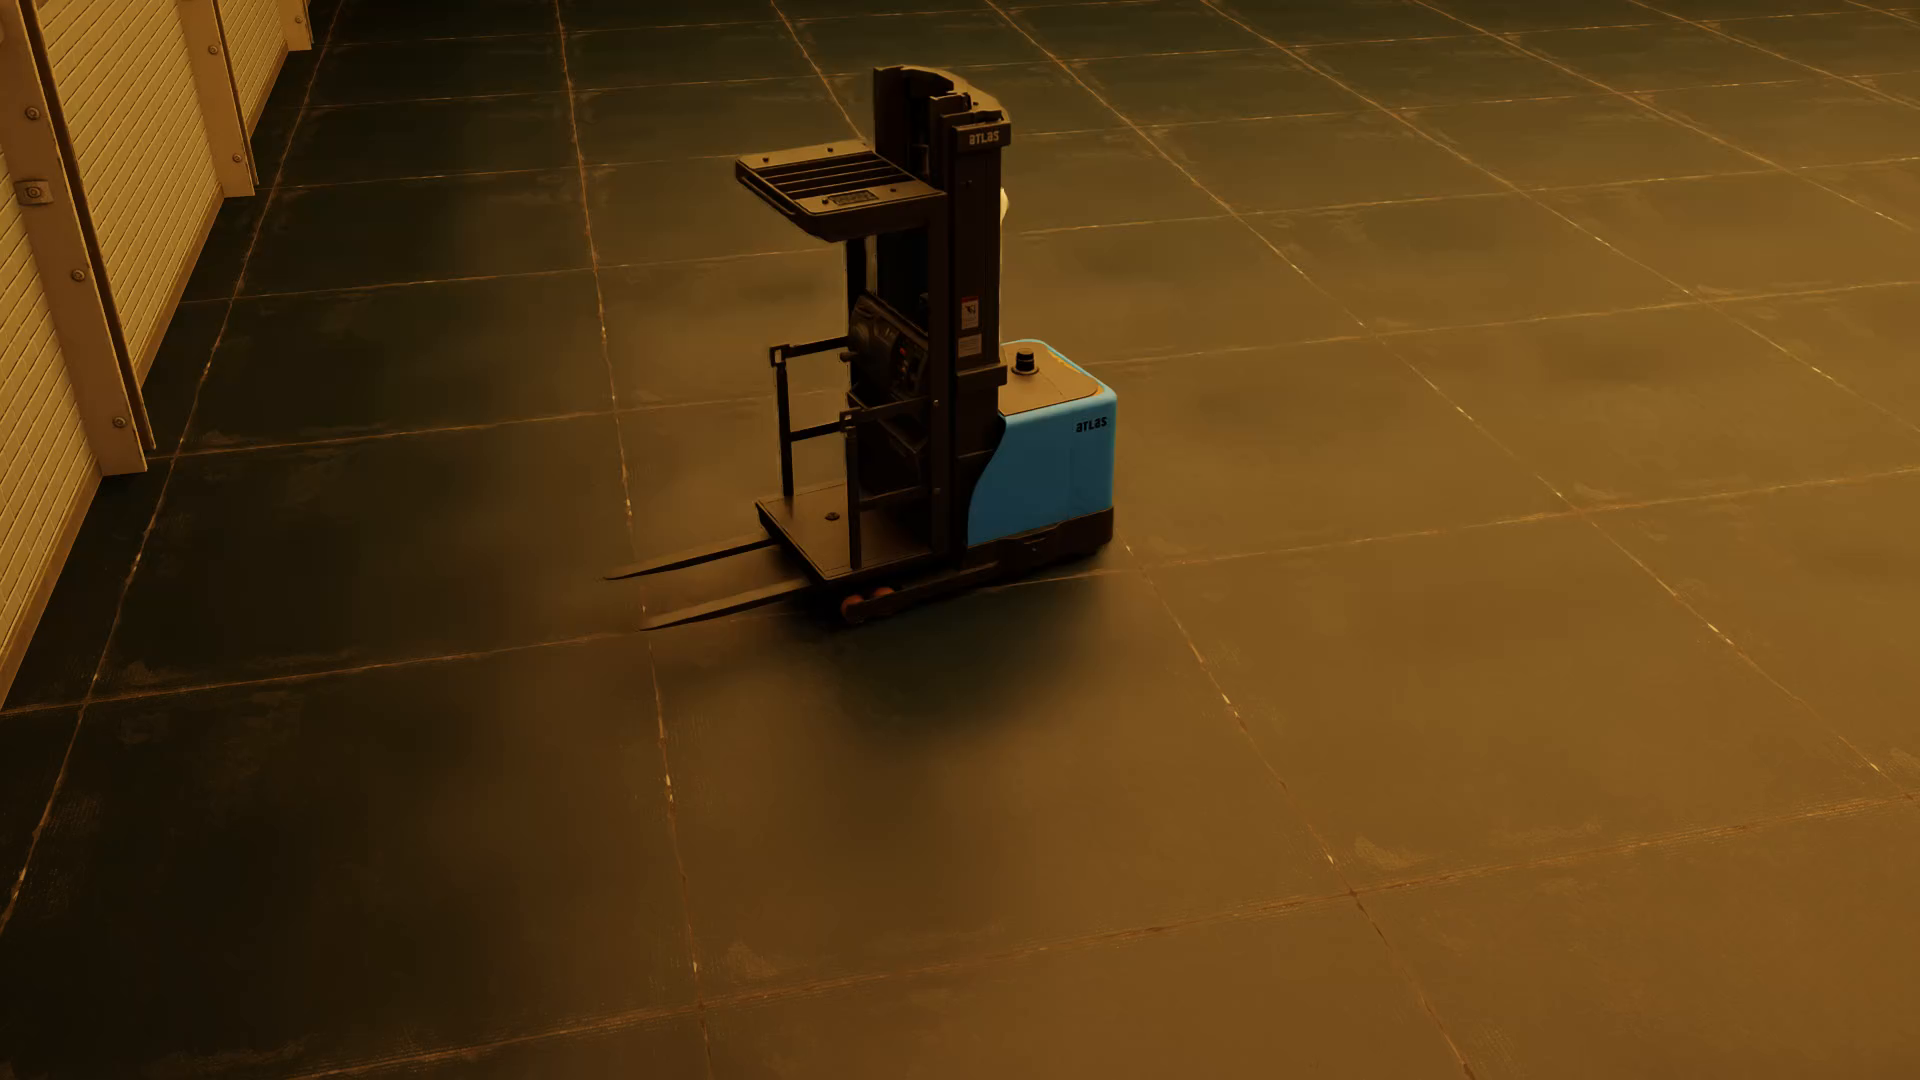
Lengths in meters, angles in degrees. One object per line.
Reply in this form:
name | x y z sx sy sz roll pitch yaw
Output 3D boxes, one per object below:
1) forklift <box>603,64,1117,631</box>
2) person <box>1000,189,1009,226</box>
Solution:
forklift | -0.593 -1.081 9.442 3.031 2.935 1.130 -15 33 -24
person | 0.103 -2.030 12.337 0.572 1.753 0.935 -11 32 -18
